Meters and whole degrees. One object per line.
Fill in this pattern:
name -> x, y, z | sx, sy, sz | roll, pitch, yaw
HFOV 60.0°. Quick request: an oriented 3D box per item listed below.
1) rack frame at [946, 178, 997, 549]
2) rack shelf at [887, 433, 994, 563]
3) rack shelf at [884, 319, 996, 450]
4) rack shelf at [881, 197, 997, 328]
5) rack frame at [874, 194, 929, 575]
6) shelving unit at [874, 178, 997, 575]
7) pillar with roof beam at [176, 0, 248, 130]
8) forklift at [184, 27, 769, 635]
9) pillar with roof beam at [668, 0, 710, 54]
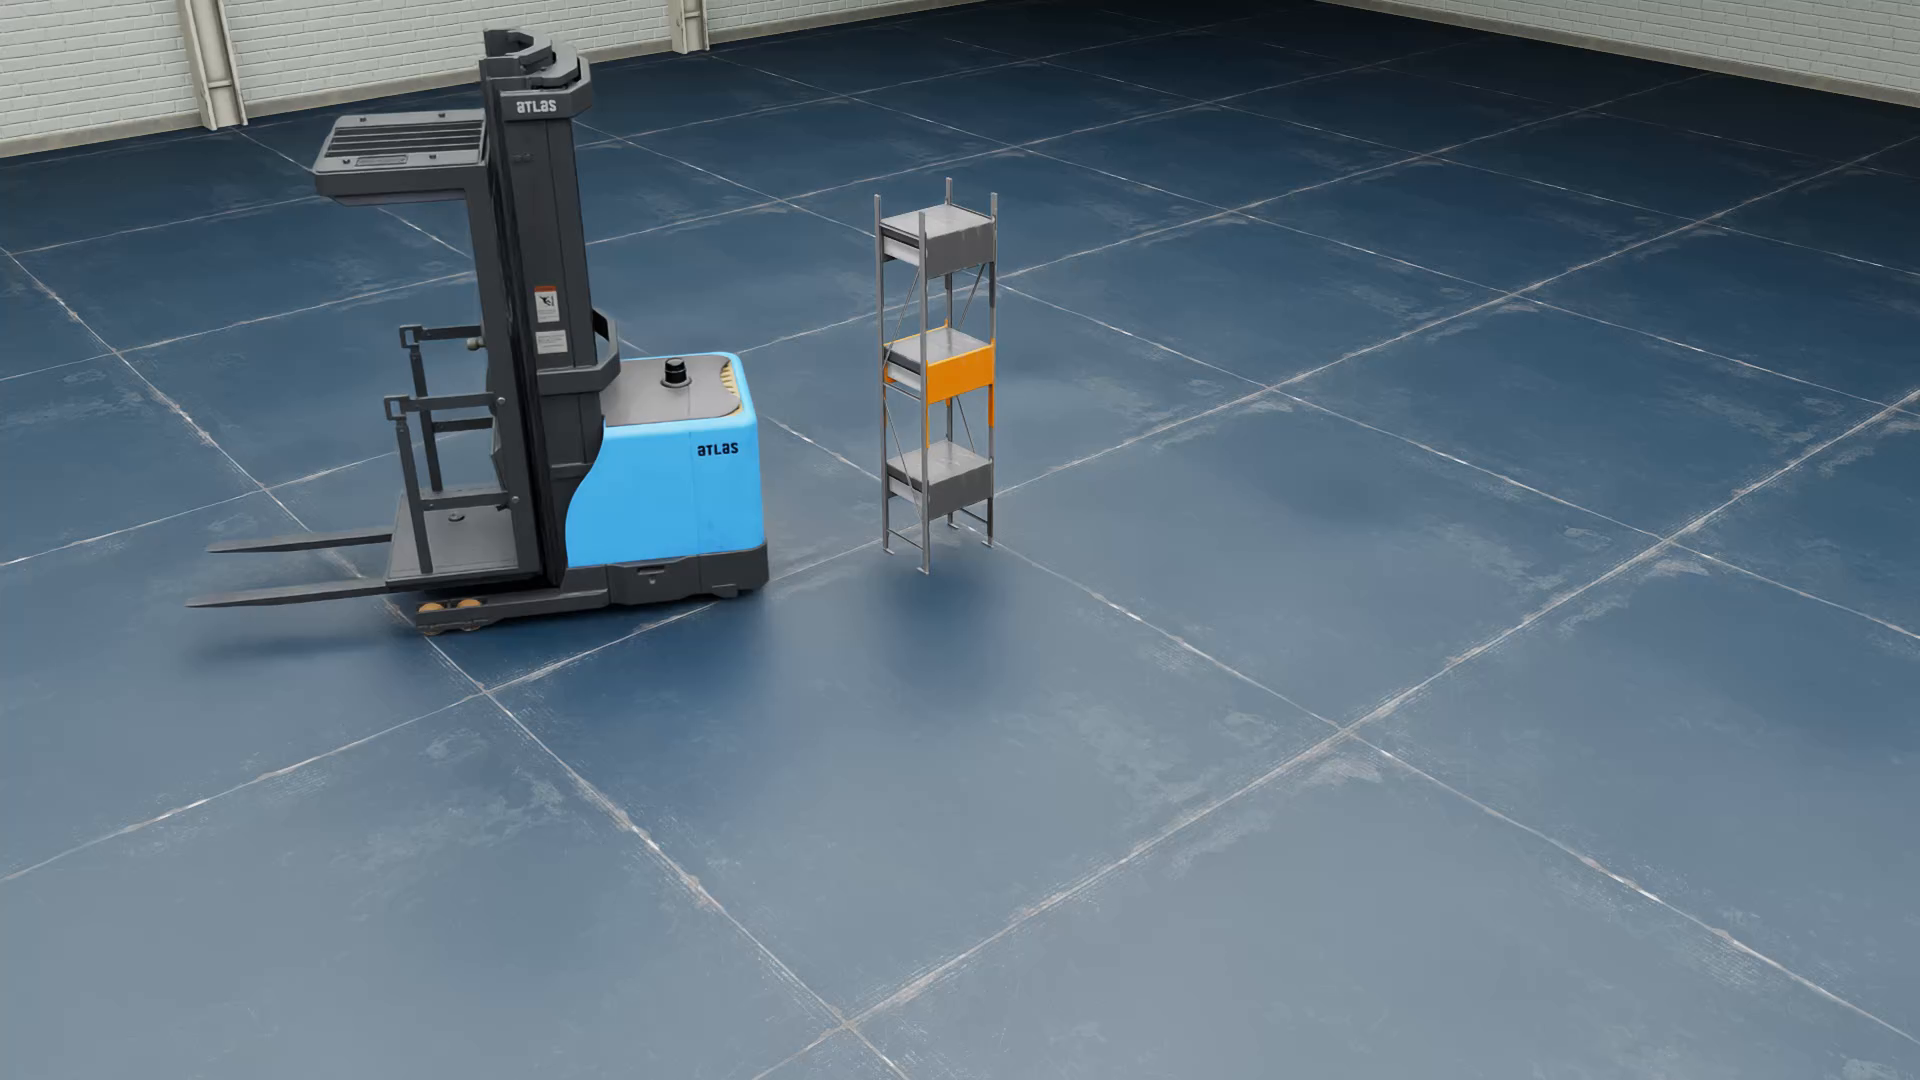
rack frame -> 0.060, -0.950, 9.300 | 0.015, 2.100, 0.400 | -22, 35, -35
rack shelf -> -0.126, -0.246, 9.497 | 0.480, 0.518, 0.431 | -22, 35, -35
rack shelf -> -0.126, -0.863, 9.167 | 0.480, 0.518, 0.431 | -22, 35, -35
rack shelf -> -0.126, -1.481, 8.837 | 0.480, 0.518, 0.431 | -22, 35, -35
rack frame -> -0.312, -0.801, 9.021 | 0.015, 2.100, 0.400 | -22, 35, -35
shelving unit -> -0.126, -0.875, 9.160 | 0.503, 2.100, 0.431 | -22, 35, -35
pillar with roof beam -> -5.293, -6.997, 13.295 | 0.400, 9.000, 9.100 | -22, 35, -35
forklift -> -2.627, -1.062, 8.628 | 3.031, 2.935, 1.130 | -6, 29, -11
pillar with roof beam -> -0.728, -8.832, 16.729 | 0.400, 9.000, 9.100 | -22, 35, -35
